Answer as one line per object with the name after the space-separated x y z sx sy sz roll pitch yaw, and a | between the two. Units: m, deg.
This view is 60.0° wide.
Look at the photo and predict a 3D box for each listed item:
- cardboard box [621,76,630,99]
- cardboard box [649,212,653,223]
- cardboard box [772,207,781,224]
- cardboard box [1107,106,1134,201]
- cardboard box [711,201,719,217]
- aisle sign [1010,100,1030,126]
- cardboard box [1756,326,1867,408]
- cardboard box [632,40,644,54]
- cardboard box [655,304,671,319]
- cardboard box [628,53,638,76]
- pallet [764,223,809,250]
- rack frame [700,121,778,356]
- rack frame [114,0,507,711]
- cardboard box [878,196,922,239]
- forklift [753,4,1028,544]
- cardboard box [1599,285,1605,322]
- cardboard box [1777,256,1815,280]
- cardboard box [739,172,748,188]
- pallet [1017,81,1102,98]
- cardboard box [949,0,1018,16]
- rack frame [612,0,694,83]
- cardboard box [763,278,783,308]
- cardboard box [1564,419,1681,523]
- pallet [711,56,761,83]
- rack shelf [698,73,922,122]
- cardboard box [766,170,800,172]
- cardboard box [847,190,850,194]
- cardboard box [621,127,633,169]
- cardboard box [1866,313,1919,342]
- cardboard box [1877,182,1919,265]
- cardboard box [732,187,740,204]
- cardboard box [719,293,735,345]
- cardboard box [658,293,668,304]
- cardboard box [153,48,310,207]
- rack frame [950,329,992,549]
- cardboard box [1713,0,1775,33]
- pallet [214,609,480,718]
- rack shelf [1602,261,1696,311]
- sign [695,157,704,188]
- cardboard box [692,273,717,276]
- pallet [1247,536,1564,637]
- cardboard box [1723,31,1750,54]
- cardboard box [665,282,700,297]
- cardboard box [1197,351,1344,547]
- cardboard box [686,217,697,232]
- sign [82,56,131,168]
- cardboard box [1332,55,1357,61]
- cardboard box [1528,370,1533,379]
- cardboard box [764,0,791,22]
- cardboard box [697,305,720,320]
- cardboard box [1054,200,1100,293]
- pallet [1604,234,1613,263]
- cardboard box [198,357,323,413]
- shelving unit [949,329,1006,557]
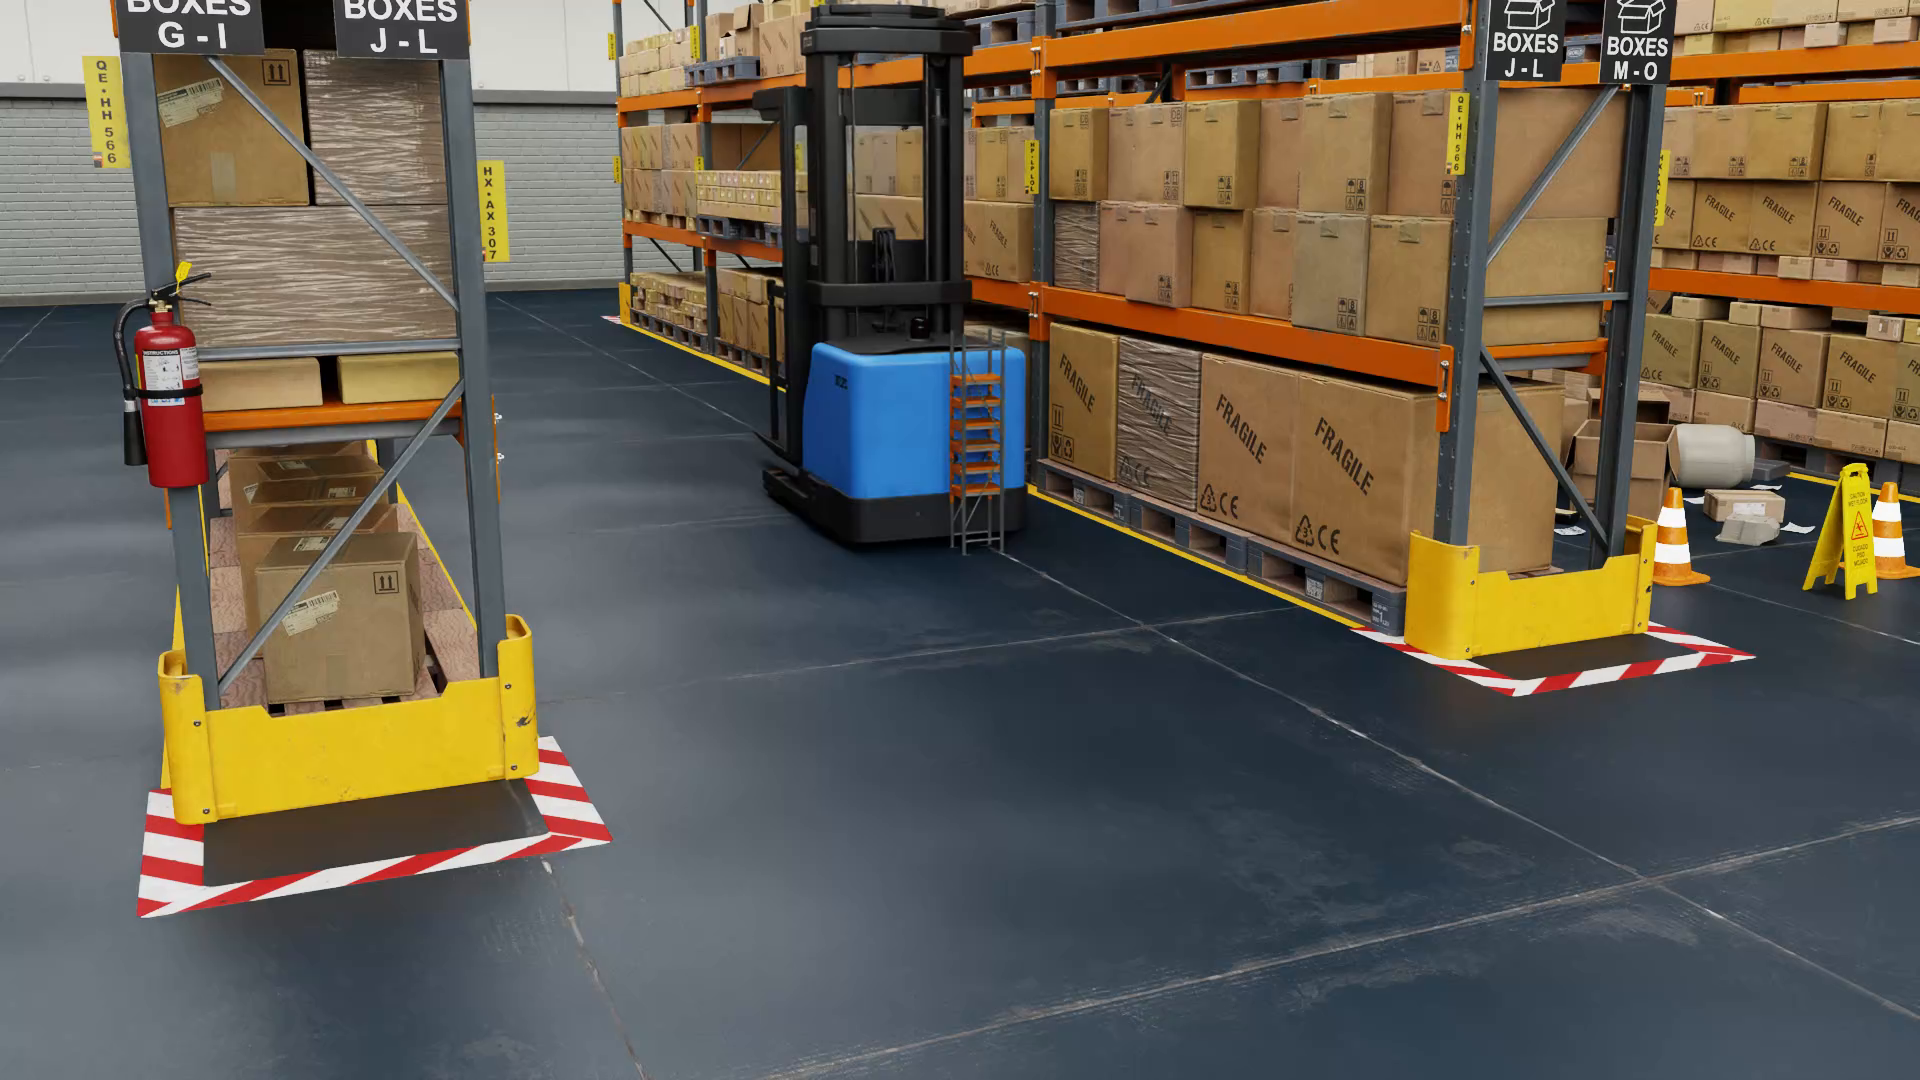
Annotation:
-3.914 -5.612 20.647 0.500 0.250 0.500 -5 14 -21 | cardboard box
-3.603 -3.970 20.430 0.380 0.149 0.250 -5 14 -20 | cardboard box
-1.475 -2.934 15.021 0.380 0.149 0.250 -5 14 -22 | cardboard box
1.390 -2.277 9.829 0.875 0.550 0.550 -6 14 -23 | cardboard box
-2.308 -3.364 16.878 0.380 0.149 0.250 -6 14 -23 | cardboard box
0.890 -6.117 23.382 0.394 0.787 0.004 -6 14 -23 | aisle sign
5.862 -1.196 11.388 0.500 0.500 0.500 -5 14 -20 | cardboard box
-3.715 -5.911 19.945 0.380 0.149 0.250 -5 14 -22 | cardboard box
-3.446 -2.755 20.011 0.380 0.149 0.250 -6 14 -26 | cardboard box
-3.712 -5.750 20.132 0.500 0.250 0.500 -6 14 -24 | cardboard box
-1.038 -2.731 14.943 1.213 0.211 1.003 -6 14 -23 | pallet
-2.258 -3.513 17.898 1.000 3.000 0.127 -6 14 -23 | rack frame
-2.036 -0.607 5.340 1.000 3.000 0.127 -6 14 -23 | rack frame
-0.315 -2.410 12.907 0.500 0.500 0.500 -6 14 -23 | cardboard box
-0.613 -1.697 10.202 1.130 2.935 3.031 -5 14 -20 | forklift
7.617 -2.871 19.735 0.500 0.500 0.500 -5 14 -21 | cardboard box
5.778 -1.847 11.255 0.380 0.149 0.250 -6 14 -23 | cardboard box
-1.891 -3.440 15.887 0.380 0.149 0.250 -5 14 -21 | cardboard box
1.434 -5.821 21.413 1.003 0.211 1.213 -6 14 -23 | pallet
0.251 -3.737 11.393 0.500 0.250 0.500 -6 14 -23 | cardboard box
-3.860 -7.263 20.792 1.000 3.000 0.127 -6 14 -23 | rack frame
-1.571 -2.366 15.892 0.500 0.250 0.500 -5 14 -22 | cardboard box
4.021 -0.420 10.069 0.637 0.503 0.797 6 14 26 | cardboard box
-1.690 -4.532 16.063 1.213 0.211 1.003 -6 14 -23 | pallet
-1.457 -4.211 15.855 1.077 0.370 4.000 -6 14 -23 | rack shelf
-1.810 -3.765 17.290 0.380 0.149 0.250 -6 14 -25 | cardboard box
-0.885 -3.143 15.263 0.380 0.149 0.250 -6 14 -25 | cardboard box
-3.923 -4.904 20.806 0.500 0.500 0.500 -6 14 -23 | cardboard box
6.074 -1.367 10.689 0.380 0.149 0.250 -5 14 -21 | cardboard box
6.181 -1.991 10.437 0.500 0.500 0.500 -6 14 -23 | cardboard box
-1.991 -3.347 16.145 0.380 0.149 0.250 -6 14 -24 | cardboard box
-2.205 -2.324 17.369 0.500 0.500 0.500 -5 14 -21 | cardboard box
-3.452 -2.956 20.219 0.380 0.149 0.250 -6 14 -26 | cardboard box
-2.483 -1.379 5.577 0.500 0.500 0.500 -6 14 -23 | cardboard box
0.061 -0.544 9.059 0.240 1.200 0.006 -5 14 -20 | rack frame
5.582 -3.640 11.467 0.500 0.250 0.500 -6 14 -23 | cardboard box
-2.359 0.565 6.461 1.003 0.211 1.213 -6 14 -23 | pallet
4.641 -2.391 14.645 1.077 0.370 4.000 -6 14 -23 | rack shelf
-2.752 -3.885 17.581 0.100 0.325 0.005 -6 14 -23 | sign
-3.148 -3.260 20.873 0.380 0.149 0.250 -6 14 -24 | cardboard box
2.157 0.166 8.183 1.003 0.211 1.213 -6 14 -23 | pallet
5.596 -3.481 11.661 0.380 0.149 0.250 -6 14 -23 | cardboard box
-3.228 -2.932 19.456 0.380 0.149 0.250 -6 14 -25 | cardboard box
1.863 -0.519 8.742 0.875 0.875 0.875 -6 14 -24 | cardboard box
-2.790 -3.472 18.277 0.380 0.149 0.250 -6 14 -24 | cardboard box
-2.552 -1.279 4.975 0.100 0.325 0.005 -6 14 -23 | sign
3.550 -4.935 16.229 0.797 0.503 0.637 -7 15 -26 | cardboard box
4.938 -1.509 14.135 0.950 0.372 0.625 -5 14 -19 | cardboard box
-1.590 -4.894 15.291 0.396 0.266 0.258 -6 14 -23 | cardboard box
-2.675 -2.510 18.295 0.380 0.149 0.250 -5 14 -22 | cardboard box
1.106 -1.858 10.415 0.875 0.550 0.550 -6 14 -23 | cardboard box
5.269 -2.406 13.539 1.003 0.211 1.213 -6 14 -23 | pallet
-2.339 -0.525 5.542 0.380 0.149 0.250 -6 14 -23 | cardboard box
0.093 -0.524 8.975 0.258 1.200 0.189 -5 14 -20 | shelving unit
